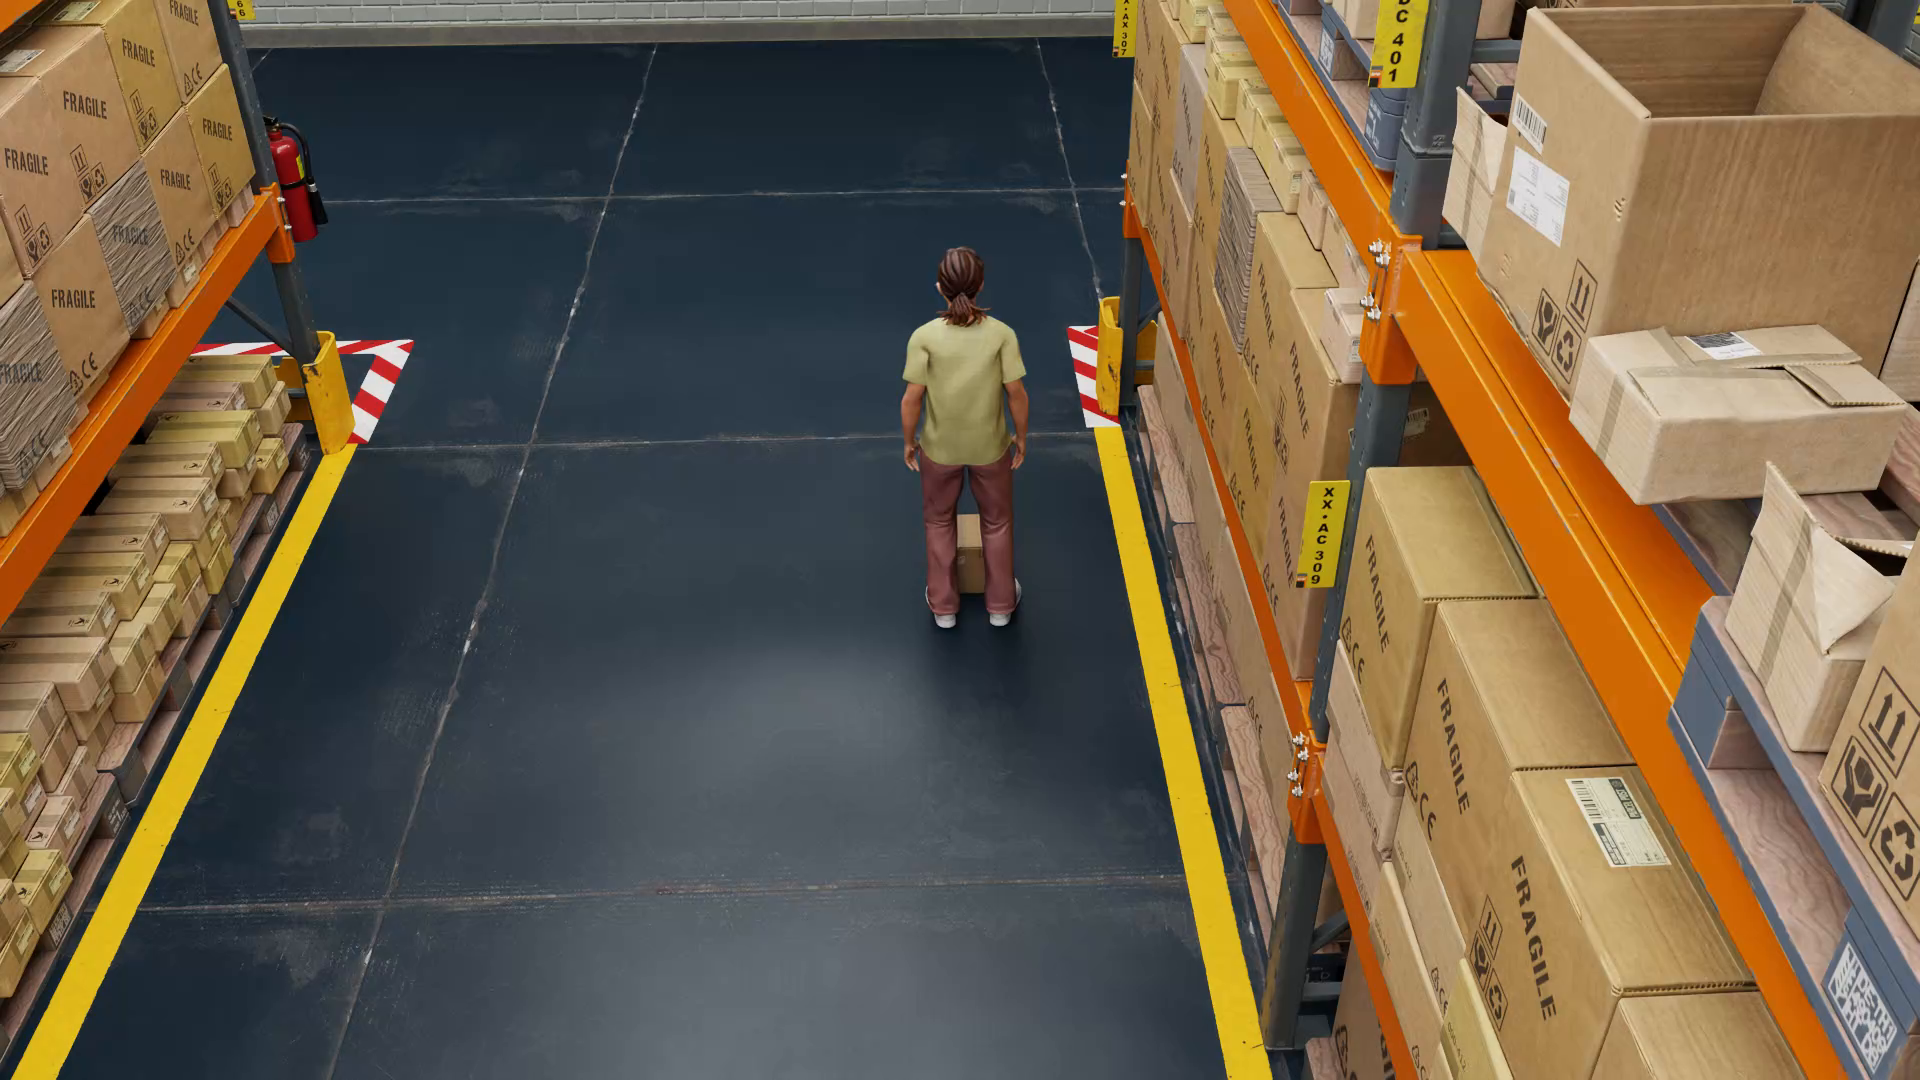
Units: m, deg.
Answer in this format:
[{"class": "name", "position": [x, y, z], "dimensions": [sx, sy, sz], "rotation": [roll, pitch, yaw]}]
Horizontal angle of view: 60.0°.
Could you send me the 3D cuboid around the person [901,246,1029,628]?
[{"class": "person", "position": [0.019, -0.376, 6.677], "dimensions": [0.502, 1.673, 0.352], "rotation": [-1, 35, -1]}]
